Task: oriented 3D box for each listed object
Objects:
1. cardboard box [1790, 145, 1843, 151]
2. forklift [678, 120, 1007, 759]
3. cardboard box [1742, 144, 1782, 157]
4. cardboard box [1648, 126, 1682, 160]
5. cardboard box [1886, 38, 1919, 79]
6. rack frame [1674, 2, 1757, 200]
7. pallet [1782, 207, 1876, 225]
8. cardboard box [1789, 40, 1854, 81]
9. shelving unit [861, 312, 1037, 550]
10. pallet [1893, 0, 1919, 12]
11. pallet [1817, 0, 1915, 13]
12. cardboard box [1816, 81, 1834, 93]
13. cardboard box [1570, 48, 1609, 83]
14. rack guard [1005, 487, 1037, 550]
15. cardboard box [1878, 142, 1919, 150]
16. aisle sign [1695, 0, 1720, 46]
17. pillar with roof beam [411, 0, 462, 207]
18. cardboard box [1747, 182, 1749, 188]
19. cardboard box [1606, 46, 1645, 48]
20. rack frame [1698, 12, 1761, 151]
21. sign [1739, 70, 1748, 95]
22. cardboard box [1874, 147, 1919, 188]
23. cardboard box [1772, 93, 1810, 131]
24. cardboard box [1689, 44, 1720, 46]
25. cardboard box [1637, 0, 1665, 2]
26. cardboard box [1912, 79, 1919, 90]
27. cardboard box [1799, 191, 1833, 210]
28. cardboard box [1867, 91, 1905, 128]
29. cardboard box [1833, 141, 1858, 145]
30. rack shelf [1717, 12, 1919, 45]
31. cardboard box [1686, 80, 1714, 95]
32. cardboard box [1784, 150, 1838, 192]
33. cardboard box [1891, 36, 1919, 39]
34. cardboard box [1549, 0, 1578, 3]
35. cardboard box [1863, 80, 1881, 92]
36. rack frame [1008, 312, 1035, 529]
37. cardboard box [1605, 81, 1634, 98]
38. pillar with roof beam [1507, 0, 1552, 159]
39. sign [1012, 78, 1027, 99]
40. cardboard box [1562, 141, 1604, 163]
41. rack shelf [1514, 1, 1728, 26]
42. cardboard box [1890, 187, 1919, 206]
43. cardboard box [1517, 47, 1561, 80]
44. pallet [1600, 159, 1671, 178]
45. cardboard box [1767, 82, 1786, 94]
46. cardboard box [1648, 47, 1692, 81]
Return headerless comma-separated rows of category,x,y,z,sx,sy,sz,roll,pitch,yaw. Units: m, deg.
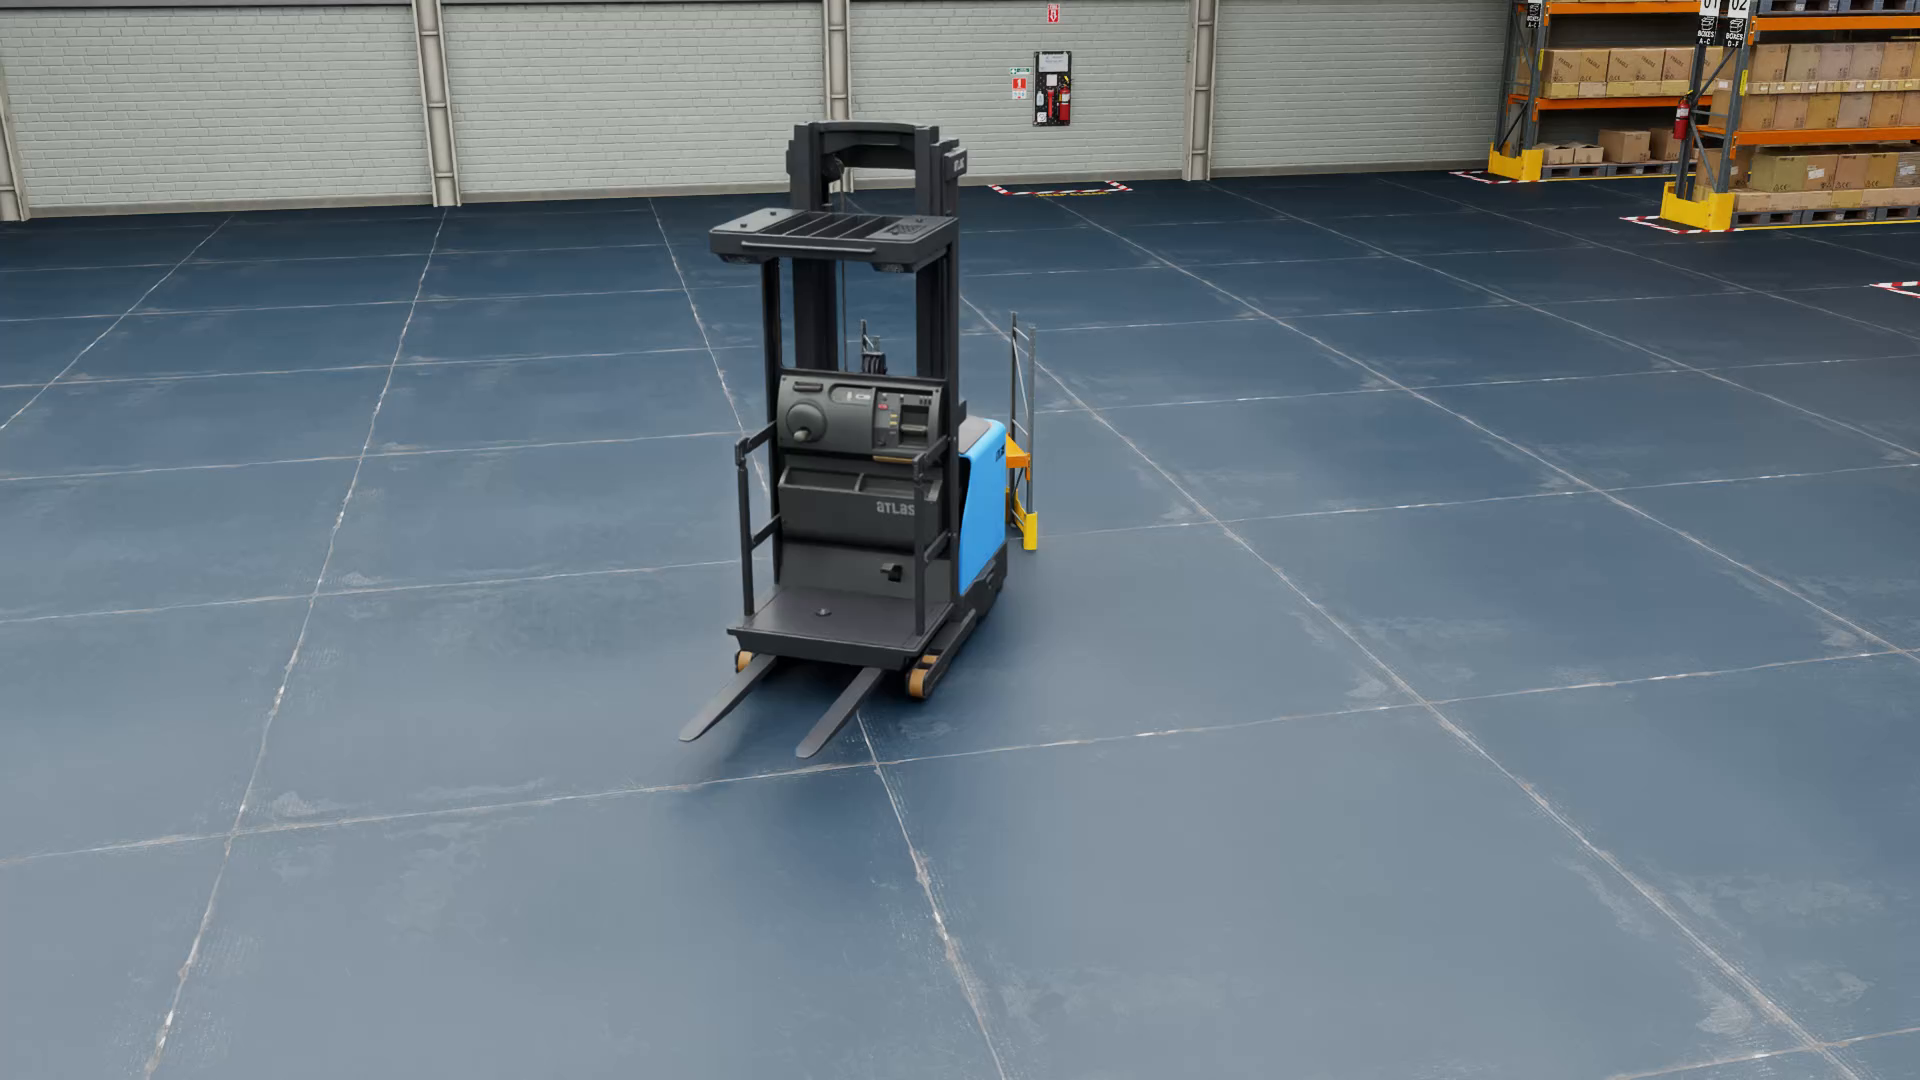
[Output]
cardboard box,12.340,-5.425,24.059,0.500,0.500,0.500,-5,21,-12
forklift,-0.611,-0.668,8.878,1.130,2.935,3.031,6,21,16
cardboard box,13.891,-6.972,28.982,0.500,0.500,0.700,-4,20,-11
cardboard box,12.178,-6.813,28.547,0.500,0.500,0.500,-6,21,-17
cardboard box,13.400,-6.796,23.475,0.500,0.500,0.700,-5,21,-13
rack frame,10.430,-5.901,23.063,0.127,3.000,1.000,-5,21,-12
pallet,12.349,-4.762,24.007,1.213,0.211,1.003,-5,21,-12
cardboard box,11.939,-6.678,23.152,0.500,0.500,0.700,-5,21,-12
shelving unit,-0.074,-0.698,11.040,1.083,1.500,0.587,-5,21,-12
pallet,13.498,-7.509,23.219,1.213,0.211,1.003,-5,21,-12
pallet,12.313,-7.413,22.959,1.213,0.211,1.003,-5,21,-12
cardboard box,11.865,-6.294,23.047,0.250,0.149,0.380,-5,21,-14
cardboard box,10.303,-7.823,27.409,0.500,0.500,0.500,-5,21,-12
rack guard,0.410,-0.151,11.363,0.087,0.250,0.587,-5,21,-12
cardboard box,13.799,-5.544,24.385,0.500,0.500,0.500,-5,21,-12
aisle sign,10.298,-7.215,22.870,0.004,0.787,0.394,-5,21,-12
pillar with roof beam,-6.758,-7.855,19.676,0.400,9.000,9.100,-5,21,-12
cardboard box,11.367,-4.992,23.969,0.500,0.250,0.500,-5,21,-12
cardboard box,11.180,-8.077,28.103,0.500,0.500,0.500,-4,21,-12
rack frame,13.179,-7.876,28.453,0.127,3.000,1.000,-5,21,-12
sign,10.551,-6.159,22.392,0.005,0.325,0.100,-5,21,-12
cardboard box,13.432,-5.330,23.802,0.500,0.500,0.500,-5,21,-12
cardboard box,11.397,-6.024,23.253,0.500,0.500,0.700,-4,21,-11
cardboard box,12.673,-8.199,28.436,0.500,0.500,0.500,-5,21,-14
cardboard box,11.221,-9.089,27.231,0.500,0.500,0.500,-3,20,-9
cardboard box,13.356,-6.414,23.376,0.250,0.149,0.380,-5,21,-13
cardboard box,11.975,-4.855,23.596,0.500,0.250,0.500,-5,21,-12
cardboard box,12.891,-6.145,23.584,0.500,0.500,0.700,-4,21,-12
cardboard box,15.378,-7.100,29.330,0.500,0.500,0.700,-5,21,-13
rack shelf,12.376,-7.130,23.103,4.000,0.370,1.077,-5,21,-12
cardboard box,12.301,-7.639,27.996,0.500,0.250,0.500,-5,21,-12
cardboard box,11.972,-5.211,23.477,0.500,0.500,0.500,-5,21,-12
cardboard box,16.433,-8.683,28.928,0.250,0.149,0.380,-8,22,-22
cardboard box,9.669,-8.967,26.896,0.500,0.500,0.500,-4,21,-11
cardboard box,12.613,-6.354,23.211,0.250,0.149,0.380,-4,20,-11
rack frame,0.412,-0.738,11.148,0.032,1.500,0.500,-5,21,-12
cardboard box,10.833,-7.515,27.657,0.500,0.250,0.500,-5,21,-13
pillar with roof beam,10.759,-9.280,23.565,0.400,9.000,9.100,-5,21,-12
sign,0.954,-7.254,26.704,0.234,0.329,0.001,-5,21,-12
cardboard box,10.535,-6.573,28.166,0.500,0.311,0.500,-3,20,-8
rack shelf,11.232,-8.788,27.629,4.000,0.370,1.077,-5,21,-12
cardboard box,13.432,-4.978,23.929,0.500,0.250,0.500,-5,21,-12
cardboard box,9.696,-7.959,27.779,0.500,0.500,0.500,-5,21,-13
pallet,11.344,-6.404,28.489,1.213,0.211,1.003,-5,21,-12
cardboard box,11.117,-6.234,22.882,0.250,0.149,0.380,-5,21,-14
cardboard box,11.813,-7.948,27.750,0.500,0.500,0.500,-5,21,-14
